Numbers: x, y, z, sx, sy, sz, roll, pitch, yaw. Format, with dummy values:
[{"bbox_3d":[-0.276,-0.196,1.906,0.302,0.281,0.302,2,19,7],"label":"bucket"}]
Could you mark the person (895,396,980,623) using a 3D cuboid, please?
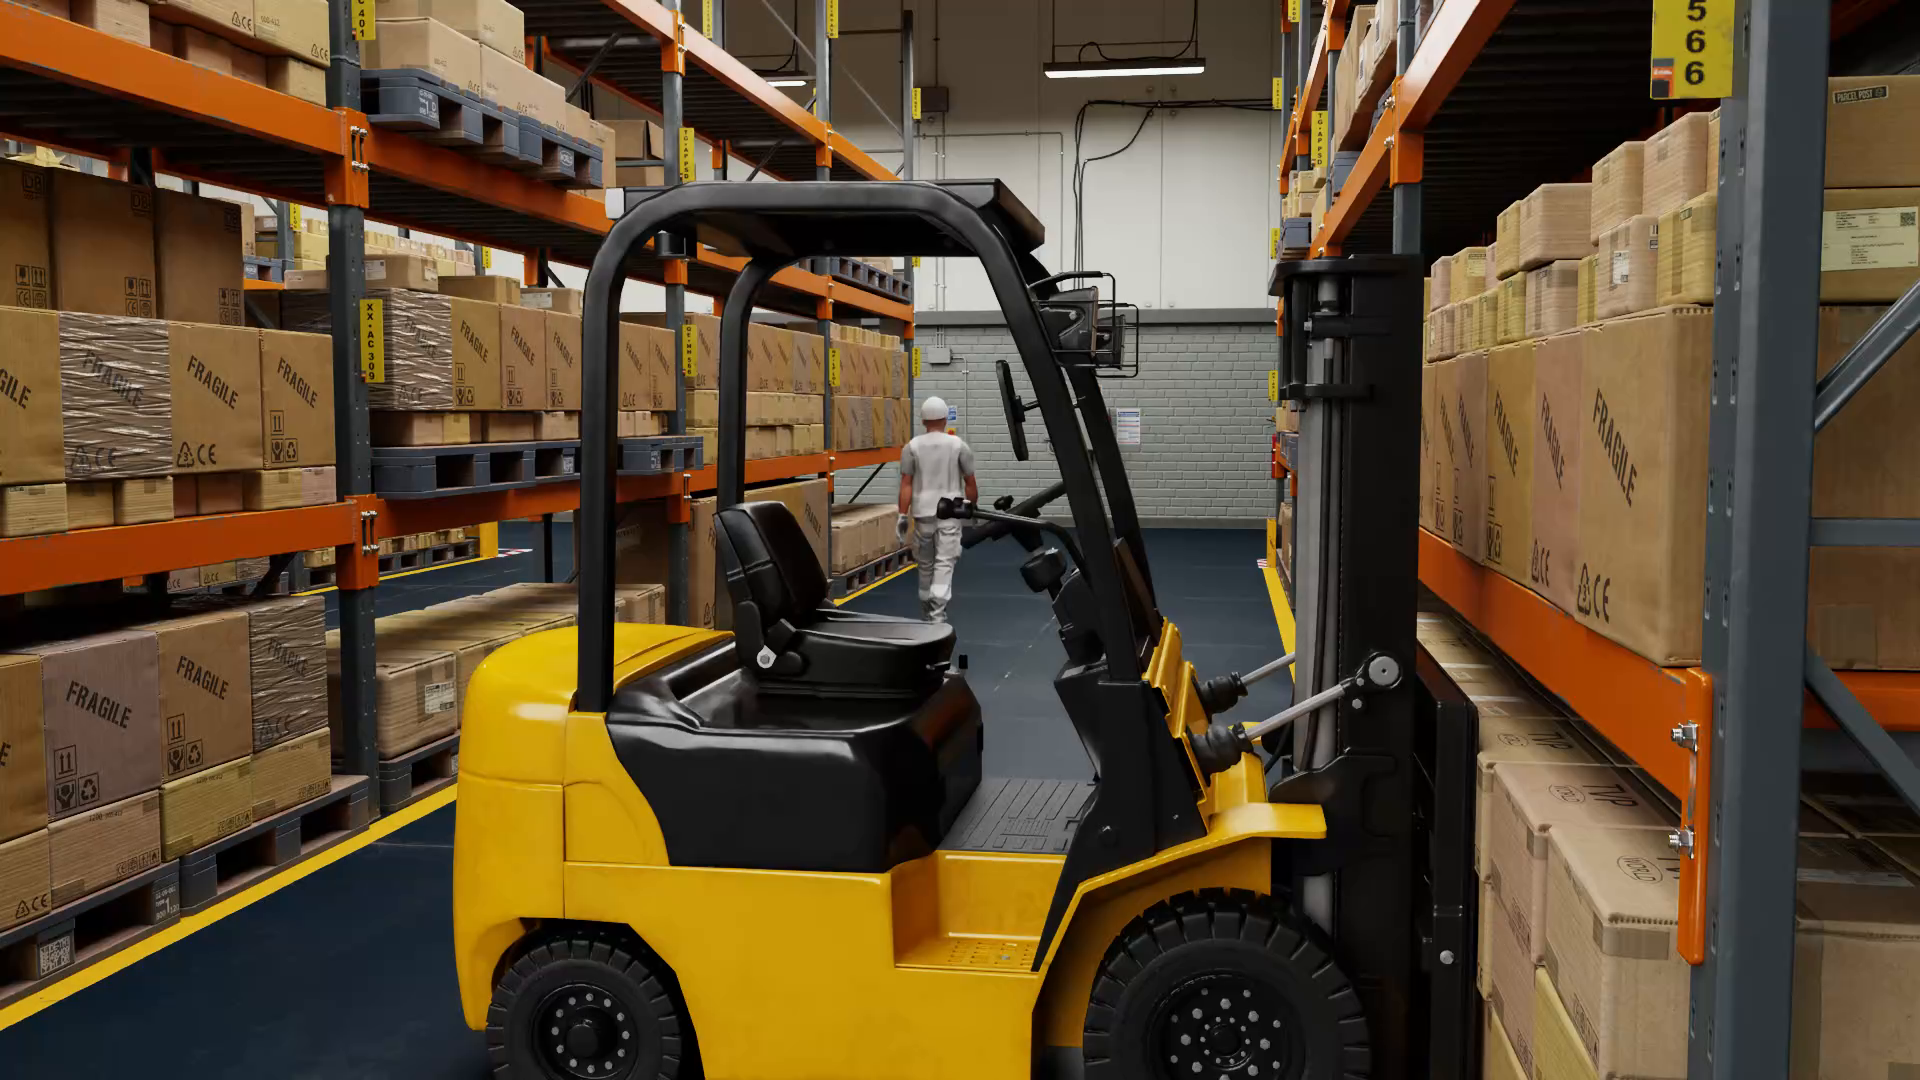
[{"bbox_3d":[-0.153,-0.184,12.210,0.588,1.734,1.019,0,4,6],"label":"person"}]
